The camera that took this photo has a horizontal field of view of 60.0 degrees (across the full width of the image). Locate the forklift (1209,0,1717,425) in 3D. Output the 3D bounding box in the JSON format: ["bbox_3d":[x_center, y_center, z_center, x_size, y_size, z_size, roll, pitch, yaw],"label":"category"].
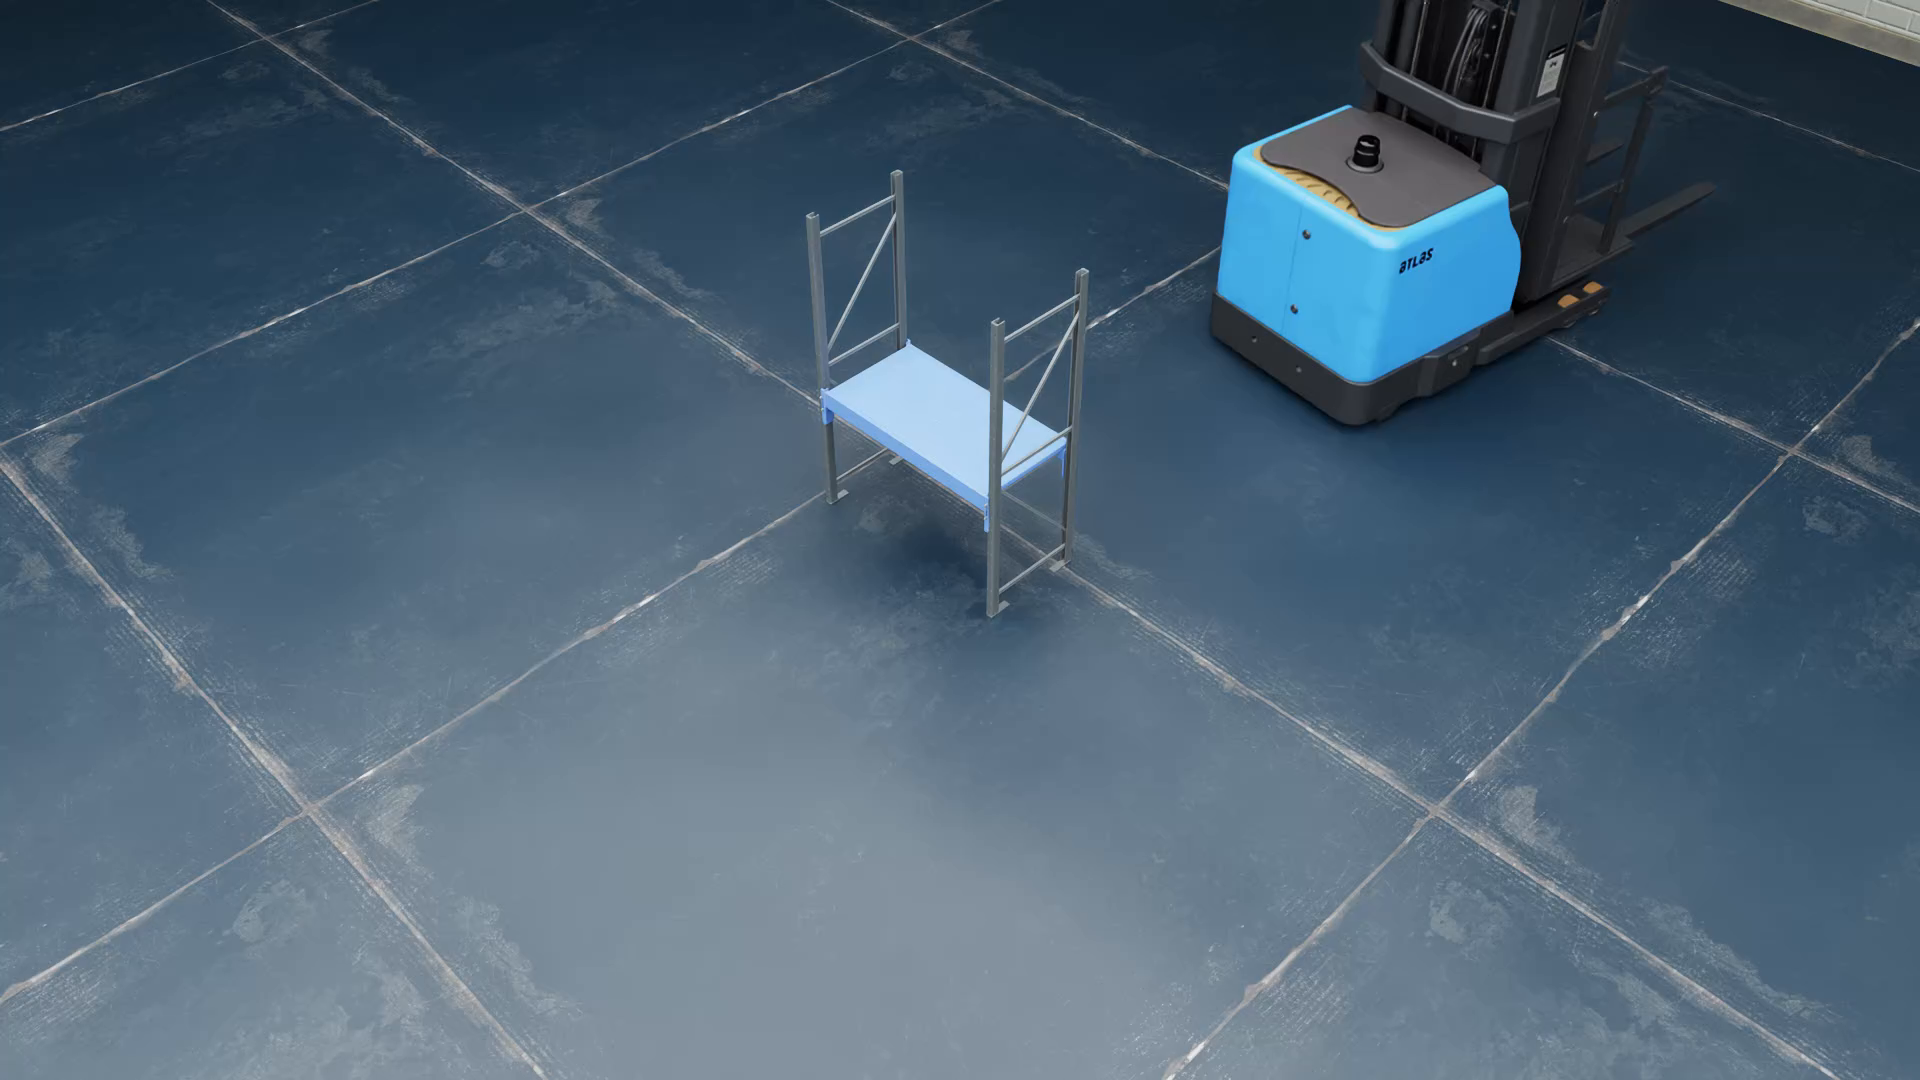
[{"bbox_3d":[2.748,-2.432,7.840,3.031,2.935,1.130,-27,49,-26],"label":"forklift"}]

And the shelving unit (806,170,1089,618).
[{"bbox_3d":[-0.060,-0.592,6.903,0.538,1.500,1.048,-34,53,-31],"label":"shelving unit"}]

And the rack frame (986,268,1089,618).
[{"bbox_3d":[0.299,-0.348,6.638,0.500,1.500,0.032,-34,53,-31],"label":"rack frame"}]

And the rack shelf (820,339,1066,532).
[{"bbox_3d":[-0.060,-0.460,7.025,0.538,0.185,1.000,-34,53,-31],"label":"rack shelf"}]

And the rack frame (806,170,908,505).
[{"bbox_3d":[-0.419,-0.836,7.167,0.500,1.500,0.032,-34,53,-31],"label":"rack frame"}]
